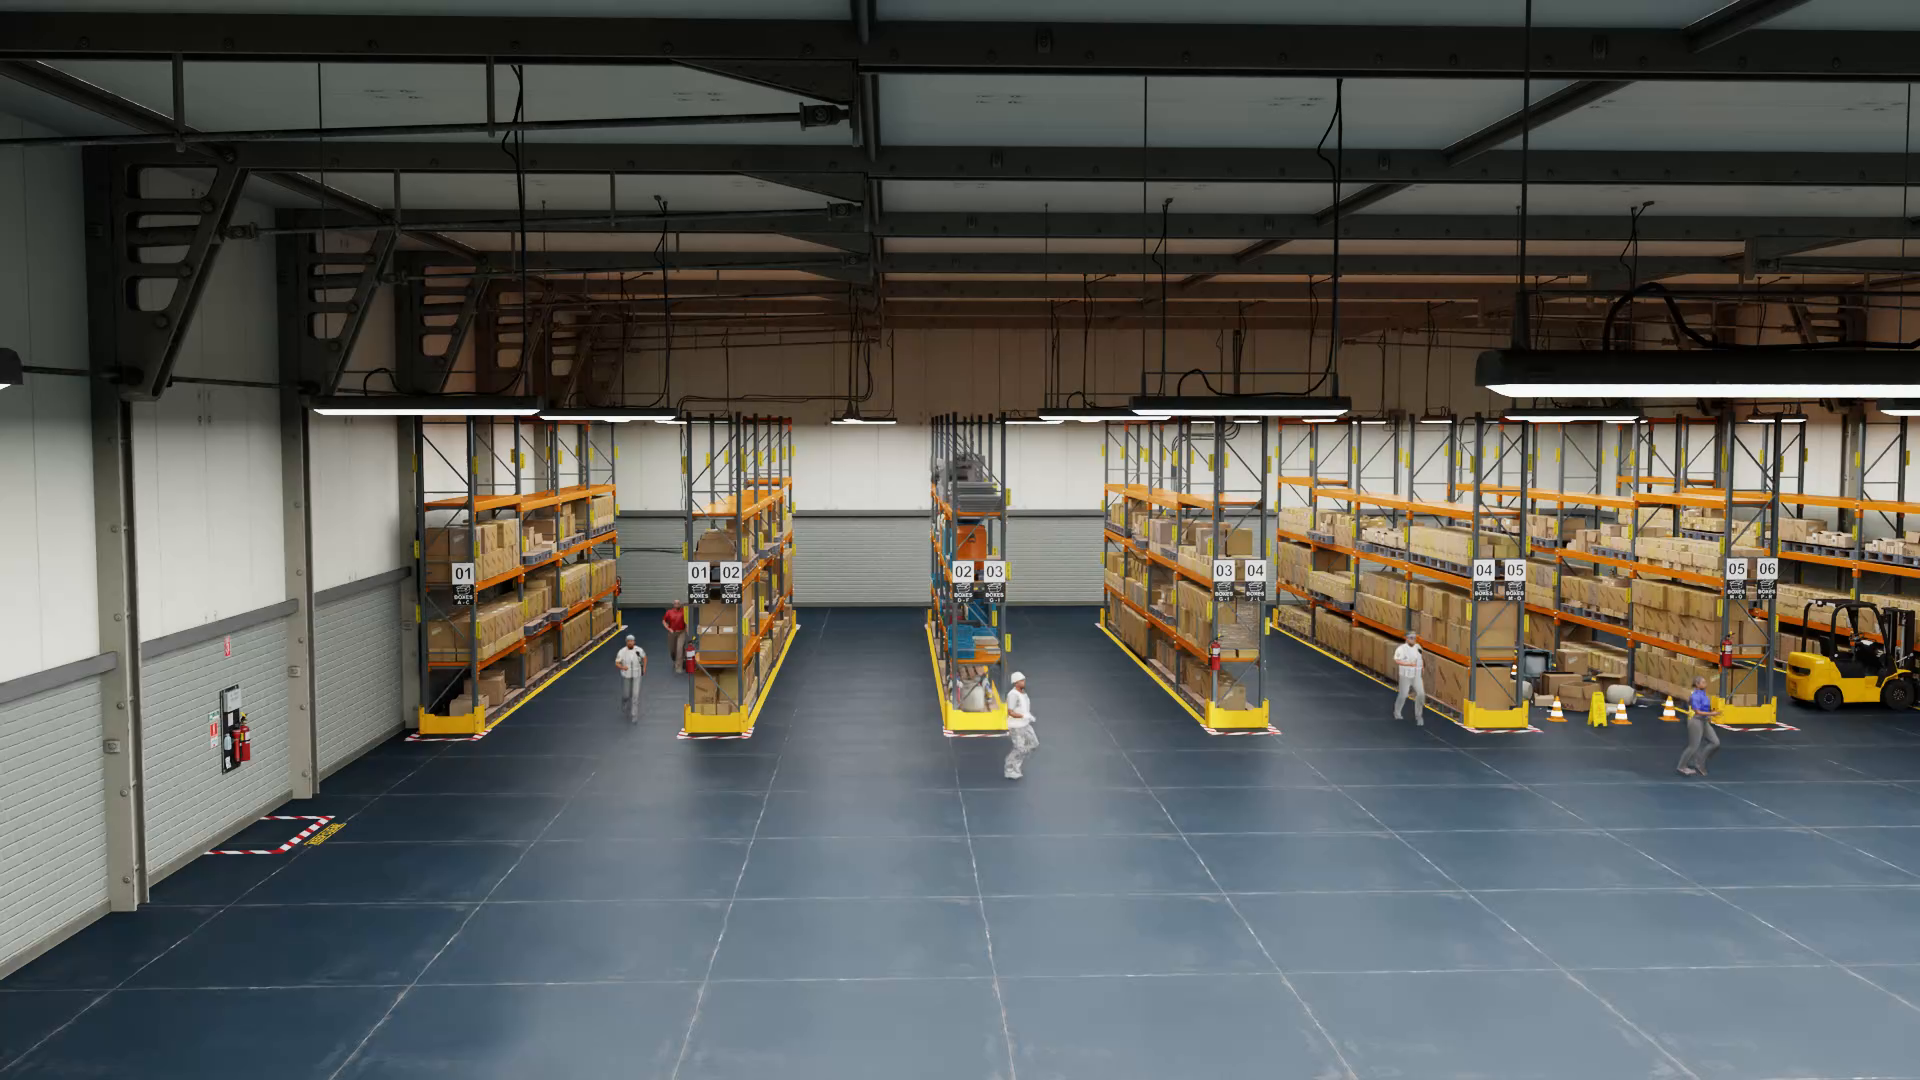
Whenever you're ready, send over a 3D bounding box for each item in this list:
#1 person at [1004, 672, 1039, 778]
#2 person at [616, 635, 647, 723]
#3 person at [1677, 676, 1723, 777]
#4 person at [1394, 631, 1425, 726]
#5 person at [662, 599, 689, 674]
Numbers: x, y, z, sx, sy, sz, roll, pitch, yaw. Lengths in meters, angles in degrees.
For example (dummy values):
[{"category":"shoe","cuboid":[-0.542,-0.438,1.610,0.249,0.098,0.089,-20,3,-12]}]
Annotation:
[{"category":"person","cuboid":[1.008,2.999,26.950,0.615,1.735,0.651,2,4,22]},{"category":"person","cuboid":[-6.434,2.685,32.585,0.615,1.677,0.914,-1,4,-13]},{"category":"person","cuboid":[12.121,3.049,27.203,0.688,1.664,0.544,4,5,44]},{"category":"person","cuboid":[8.690,2.653,32.148,0.690,1.852,0.769,-1,4,-13]},{"category":"person","cuboid":[-6.617,2.234,38.879,0.666,1.721,0.841,-1,4,-9]}]
